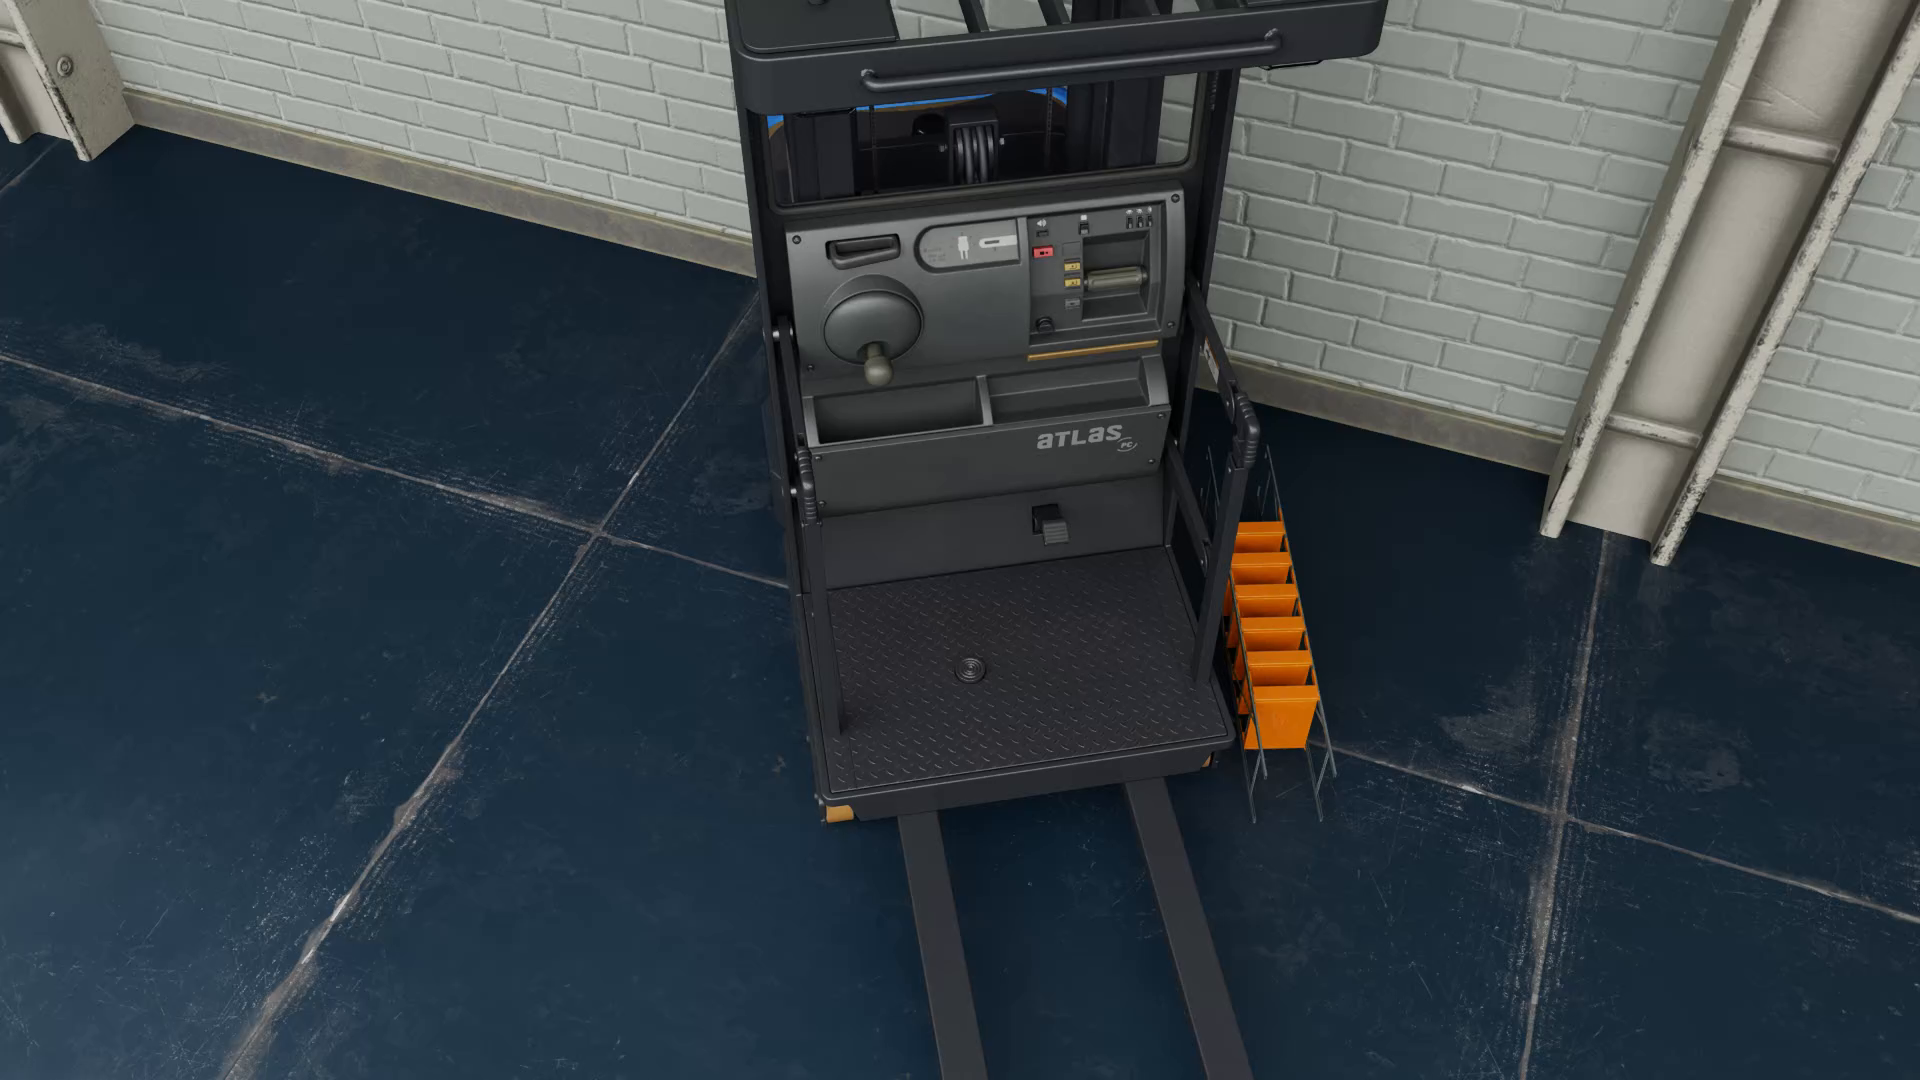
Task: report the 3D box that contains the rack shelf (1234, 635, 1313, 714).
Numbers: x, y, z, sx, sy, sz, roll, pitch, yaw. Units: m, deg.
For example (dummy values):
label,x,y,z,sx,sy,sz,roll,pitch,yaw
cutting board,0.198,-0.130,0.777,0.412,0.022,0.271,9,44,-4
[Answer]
label,x,y,z,sx,sy,sz,roll,pitch,yaw
rack shelf,0.884,0.387,4.720,0.180,0.258,0.103,-1,49,-1

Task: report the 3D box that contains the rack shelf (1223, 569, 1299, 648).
label,x,y,z,sx,sy,sz,roll,pitch,yaw
rack shelf,0.877,0.206,4.877,0.180,0.258,0.103,-1,49,-1

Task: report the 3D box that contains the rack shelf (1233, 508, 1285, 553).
label,x,y,z,sx,sy,sz,roll,pitch,yaw
rack shelf,0.870,0.025,5.034,0.180,0.258,0.103,-1,49,-1

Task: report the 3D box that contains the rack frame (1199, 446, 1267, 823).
label,x,y,z,sx,sy,sz,roll,pitch,yaw
rack frame,0.787,0.242,4.846,0.006,0.240,1.200,-1,49,-1

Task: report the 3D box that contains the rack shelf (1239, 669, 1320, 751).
label,x,y,z,sx,sy,sz,roll,pitch,yaw
rack shelf,0.887,0.478,4.641,0.180,0.258,0.103,-1,49,-1

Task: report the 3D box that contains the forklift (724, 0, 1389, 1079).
label,x,y,z,sx,sy,sz,roll,pitch,yaw
forklift,0.108,-0.491,3.736,1.130,2.935,3.031,-7,50,-6

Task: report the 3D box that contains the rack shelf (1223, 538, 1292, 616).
label,x,y,z,sx,sy,sz,roll,pitch,yaw
rack shelf,0.873,0.115,4.955,0.180,0.258,0.103,-1,49,-1

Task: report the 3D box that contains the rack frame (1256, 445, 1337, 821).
label,x,y,z,sx,sy,sz,roll,pitch,yaw
rack frame,0.969,0.238,4.849,0.006,0.240,1.200,-1,49,-1

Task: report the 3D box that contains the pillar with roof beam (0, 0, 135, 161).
label,x,y,z,sx,sy,sz,roll,pitch,yaw
pillar with roof beam,-5.046,-1.544,0.633,0.400,9.000,9.100,16,51,13

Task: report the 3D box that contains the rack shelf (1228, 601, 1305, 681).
label,x,y,z,sx,sy,sz,roll,pitch,yaw
rack shelf,0.880,0.297,4.798,0.180,0.258,0.103,-1,49,-1

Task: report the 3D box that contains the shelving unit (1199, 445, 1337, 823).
label,x,y,z,sx,sy,sz,roll,pitch,yaw
shelving unit,0.878,0.240,4.848,0.189,0.258,1.200,-1,49,-1
